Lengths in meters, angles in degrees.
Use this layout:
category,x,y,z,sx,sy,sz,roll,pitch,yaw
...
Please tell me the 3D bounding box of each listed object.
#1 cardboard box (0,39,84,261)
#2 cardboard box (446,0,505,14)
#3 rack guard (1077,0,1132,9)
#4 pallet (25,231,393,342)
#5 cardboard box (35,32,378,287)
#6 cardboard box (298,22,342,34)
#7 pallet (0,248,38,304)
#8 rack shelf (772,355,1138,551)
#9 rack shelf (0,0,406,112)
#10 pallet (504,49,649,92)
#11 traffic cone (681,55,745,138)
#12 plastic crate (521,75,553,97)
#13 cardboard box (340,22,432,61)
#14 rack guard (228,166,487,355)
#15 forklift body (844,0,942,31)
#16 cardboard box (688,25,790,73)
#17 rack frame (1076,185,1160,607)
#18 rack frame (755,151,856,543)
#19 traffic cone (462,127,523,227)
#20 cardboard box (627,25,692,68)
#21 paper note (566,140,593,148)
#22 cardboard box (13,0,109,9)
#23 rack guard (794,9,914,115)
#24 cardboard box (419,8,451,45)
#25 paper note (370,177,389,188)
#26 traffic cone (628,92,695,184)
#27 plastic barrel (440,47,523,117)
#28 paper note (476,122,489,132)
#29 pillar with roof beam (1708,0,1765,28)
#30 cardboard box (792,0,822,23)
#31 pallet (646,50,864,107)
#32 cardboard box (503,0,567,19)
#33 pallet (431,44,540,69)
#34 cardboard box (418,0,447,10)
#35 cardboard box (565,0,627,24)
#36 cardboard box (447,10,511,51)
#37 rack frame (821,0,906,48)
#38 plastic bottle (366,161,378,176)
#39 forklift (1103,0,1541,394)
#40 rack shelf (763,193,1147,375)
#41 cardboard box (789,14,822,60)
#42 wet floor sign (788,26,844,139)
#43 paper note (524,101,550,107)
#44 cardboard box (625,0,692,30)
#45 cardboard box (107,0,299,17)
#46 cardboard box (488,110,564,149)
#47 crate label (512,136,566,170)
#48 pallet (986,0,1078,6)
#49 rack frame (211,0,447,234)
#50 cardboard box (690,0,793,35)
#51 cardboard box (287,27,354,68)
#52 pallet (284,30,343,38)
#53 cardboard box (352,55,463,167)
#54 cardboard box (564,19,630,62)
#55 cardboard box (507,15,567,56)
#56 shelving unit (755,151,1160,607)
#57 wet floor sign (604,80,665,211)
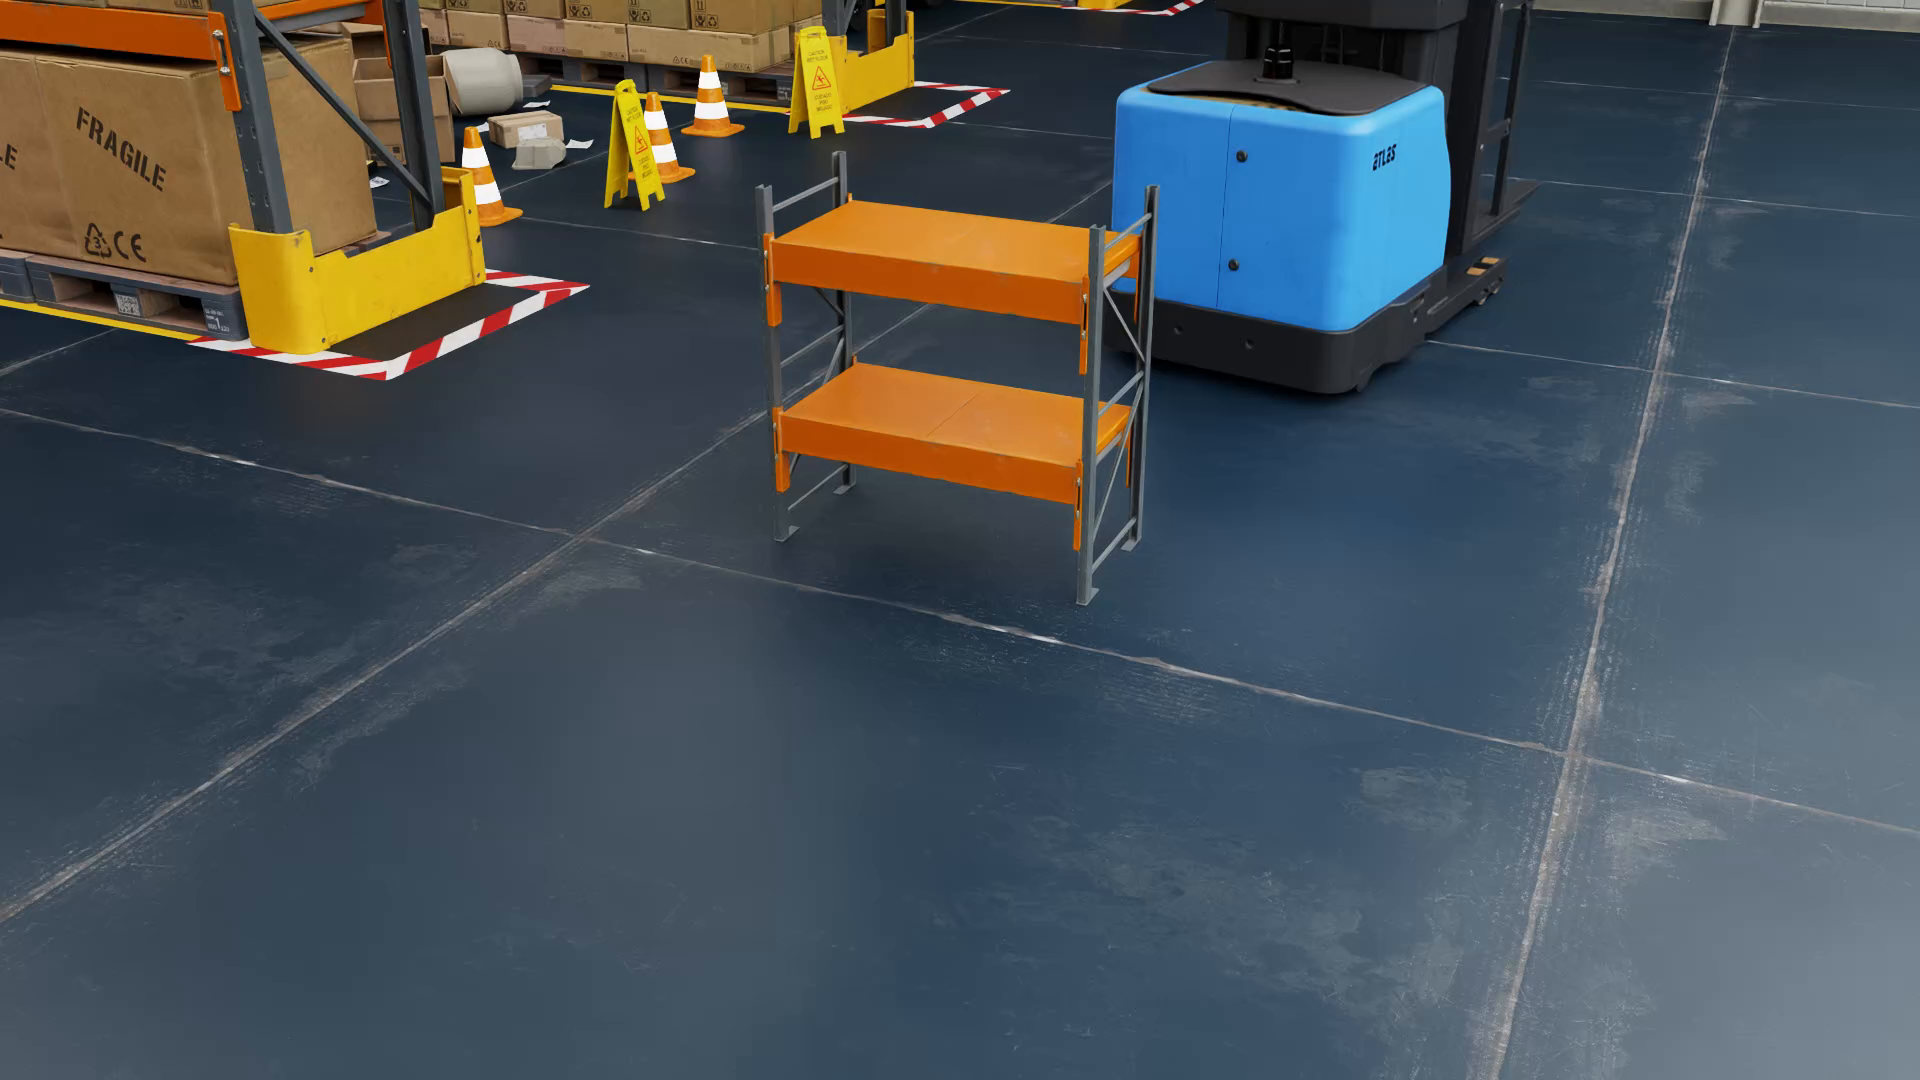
category,x,y,z,sx,sy,sz,roll,pitch,yaw
cardboard box,-4.036,-1.854,7.549,0.875,0.875,0.875,11,28,21
cardboard box,-3.357,-4.083,11.936,0.500,0.500,0.500,13,29,24
rack guard,1.440,-5.241,15.329,0.348,0.500,1.175,11,28,22
pallet,-3.350,-1.225,7.499,1.213,0.211,1.003,11,28,22
cardboard box,-3.235,-1.694,7.224,0.875,0.875,0.875,12,28,22
cardboard box,-4.753,-4.206,12.896,0.625,0.372,0.950,12,29,22
pallet,-4.457,-1.449,7.953,1.213,0.211,1.003,11,28,22
rack shelf,-0.006,-0.287,5.112,1.000,0.278,0.538,11,28,22
rack shelf,-4.410,-2.404,7.552,4.000,0.370,1.077,11,28,22
pallet,-2.534,-3.519,12.159,1.213,0.211,1.003,11,28,22
traffic cone,-1.558,-2.792,10.397,0.334,0.463,0.336,11,28,22
plastic crate,-3.184,-3.175,11.608,0.583,0.080,0.402,2,26,4
cardboard box,-3.862,-3.238,11.258,0.500,0.500,0.500,-12,29,-23
rack guard,-2.568,-1.235,7.193,0.348,0.500,1.175,11,28,22
forklift body,-1.063,-5.599,14.187,1.214,2.155,2.313,11,28,22
cardboard box,-1.502,-3.369,11.334,0.500,0.250,0.500,11,28,22
rack frame,0.457,-0.413,4.815,0.032,1.125,0.500,11,28,22
rack frame,-0.469,-0.599,5.193,0.032,1.125,0.500,11,28,22
traffic cone,-2.486,-1.891,8.567,0.334,0.463,0.336,11,28,22
cardboard box,-1.948,-3.462,11.524,0.500,0.250,0.500,11,28,22
paper note,-2.317,-2.410,10.111,0.142,0.019,0.148,2,26,4
cardboard box,-3.456,-2.570,6.904,0.550,0.550,0.875,11,28,22
rack guard,-0.702,-3.262,11.310,0.348,0.500,1.175,11,28,22
cardboard box,-3.849,-3.840,12.291,0.500,0.250,0.500,10,28,19
paper note,-3.277,-1.990,9.260,0.142,0.017,0.144,23,35,39
traffic cone,-1.708,-2.283,9.364,0.334,0.463,0.336,11,28,22
plastic barrel,-3.140,-2.983,10.830,0.512,0.421,0.421,-12,29,-23
paper note,-3.028,-2.621,10.552,0.142,0.019,0.148,23,35,39
pillar with roof beam,4.837,-6.720,8.711,0.400,9.000,9.100,11,28,22
cardboard box,-1.275,-3.924,11.613,0.500,0.500,0.500,10,28,20
pallet,-1.427,-3.296,11.705,1.213,0.211,1.003,11,28,22
cardboard box,-2.885,-3.988,11.742,0.500,0.500,0.500,13,29,24
pallet,-3.648,-3.742,12.611,1.213,0.211,1.003,11,28,22
cardboard box,-3.849,-4.176,12.125,0.500,0.500,0.500,13,29,24
cardboard box,-2.403,-3.892,11.548,0.500,0.500,0.500,11,28,21
cardboard box,-3.358,-3.747,12.102,0.500,0.250,0.500,13,29,25
rack frame,-0.633,-4.370,10.730,0.127,3.000,1.000,11,28,22
plastic bottle,-3.489,-2.127,9.500,0.283,0.061,0.133,2,26,4
forklift,1.818,-2.459,6.926,1.130,2.935,3.031,17,31,30
rack shelf,-0.006,-0.768,4.875,1.000,0.278,0.538,11,28,22
cardboard box,-1.253,-3.584,11.770,0.500,0.250,0.500,11,28,21
wet floor sign,-0.903,-2.849,10.306,0.232,0.644,0.267,23,35,39
paper note,-2.842,-2.931,11.169,0.148,0.019,0.142,2,26,4
cardboard box,-1.947,-3.797,11.355,0.500,0.500,0.500,12,29,24
cardboard box,-2.946,-2.478,6.718,0.550,0.550,0.875,11,28,22
cardboard box,-2.662,-2.518,10.197,0.380,0.149,0.250,-18,31,-31
crate label,-2.450,-2.256,9.677,0.298,0.136,0.250,-2,26,-5
pallet,0.705,-5.239,15.651,1.213,0.211,1.003,11,28,22
rack frame,-2.590,-2.361,6.650,0.127,3.000,1.000,11,28,22
cardboard box,-1.470,-3.703,11.164,0.500,0.500,0.500,12,28,22
cardboard box,-4.134,-2.782,10.177,0.503,0.637,0.797,11,28,22
pallet,-4.983,-3.992,13.119,1.213,0.211,1.003,11,28,22
cardboard box,-3.280,-2.553,9.866,0.637,0.503,0.797,-7,27,-14
cardboard box,-2.427,-3.556,11.714,0.500,0.250,0.500,10,28,20
cardboard box,-2.874,-3.651,11.907,0.500,0.250,0.500,11,28,21
shelving unit,-0.006,-0.506,5.004,1.048,1.125,0.538,11,28,22
wet floor sign,-1.744,-2.096,8.776,0.232,0.644,0.267,6,27,13
